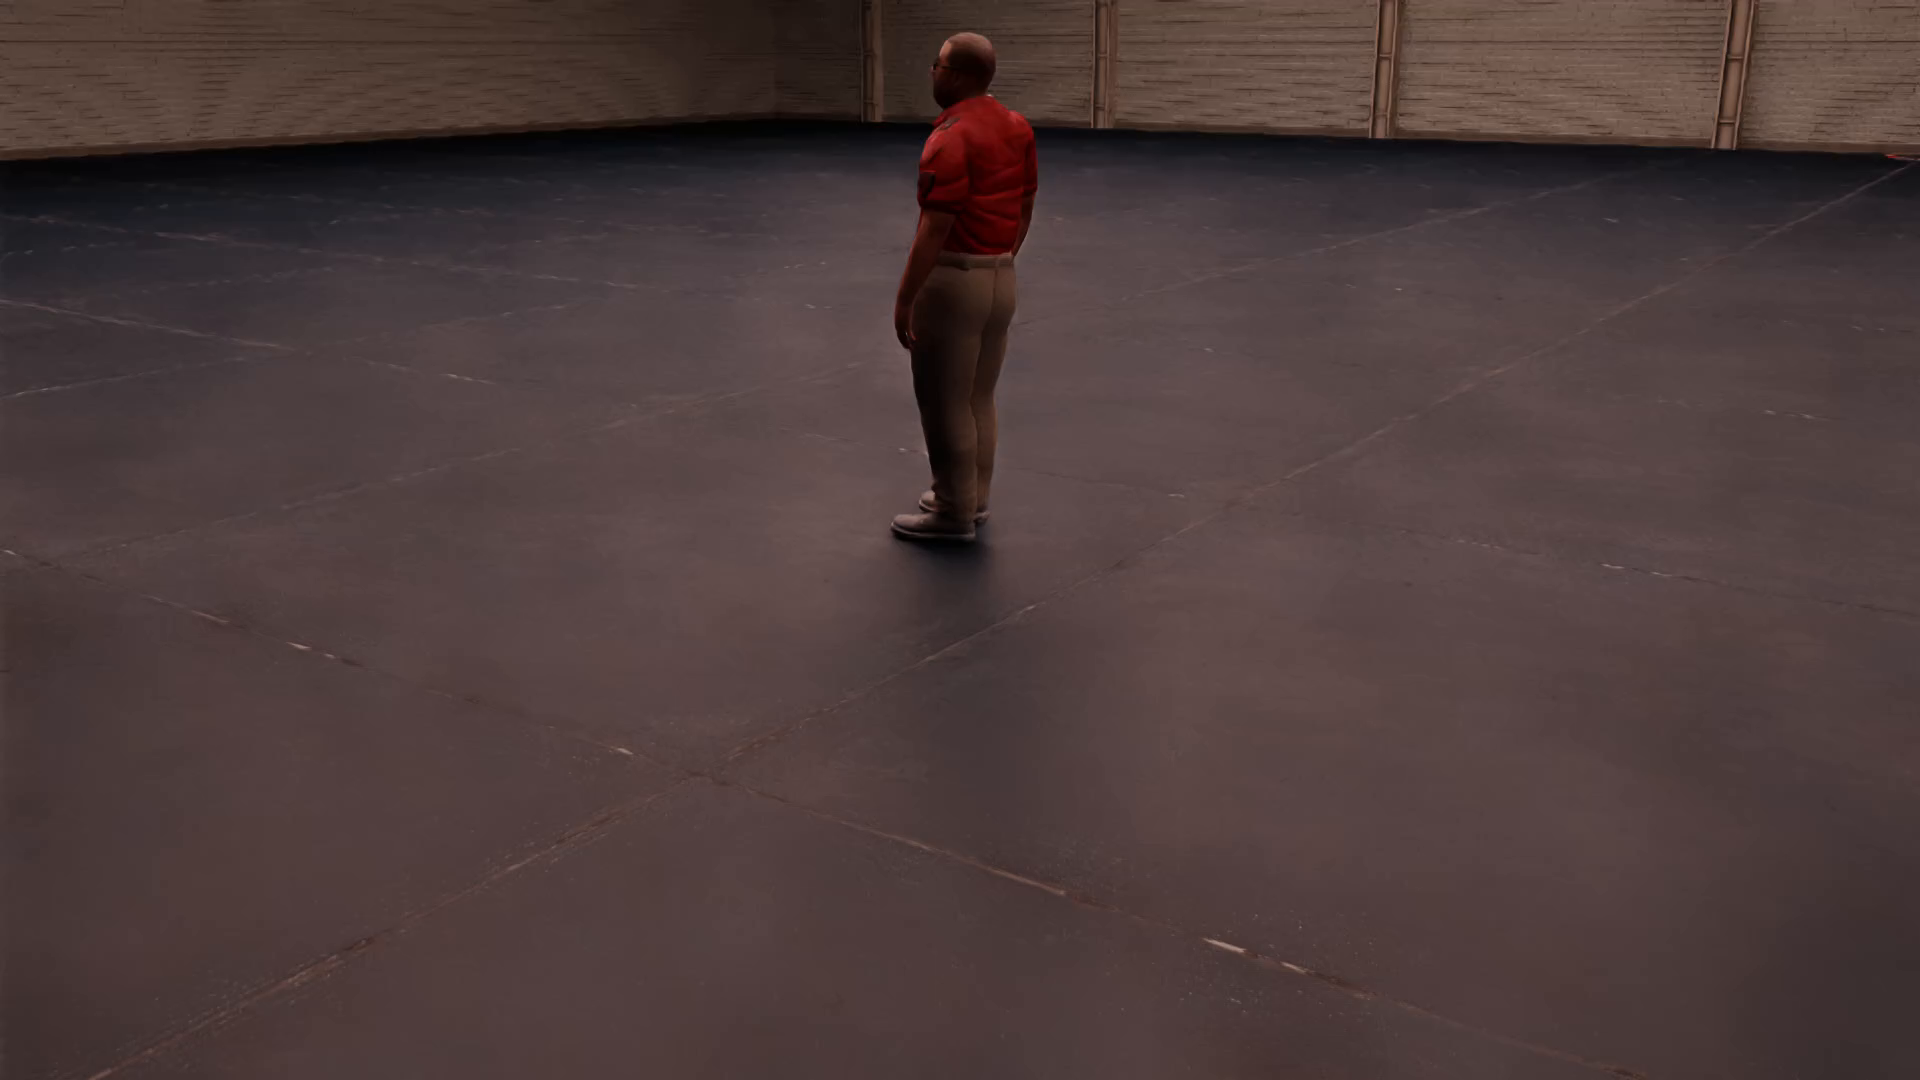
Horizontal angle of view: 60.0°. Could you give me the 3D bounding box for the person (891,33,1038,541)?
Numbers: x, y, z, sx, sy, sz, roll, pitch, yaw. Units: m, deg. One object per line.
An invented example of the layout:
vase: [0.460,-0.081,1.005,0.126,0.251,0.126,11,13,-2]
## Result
person: [-0.067,-0.852,5.757,0.550,1.726,0.640,11,20,33]
